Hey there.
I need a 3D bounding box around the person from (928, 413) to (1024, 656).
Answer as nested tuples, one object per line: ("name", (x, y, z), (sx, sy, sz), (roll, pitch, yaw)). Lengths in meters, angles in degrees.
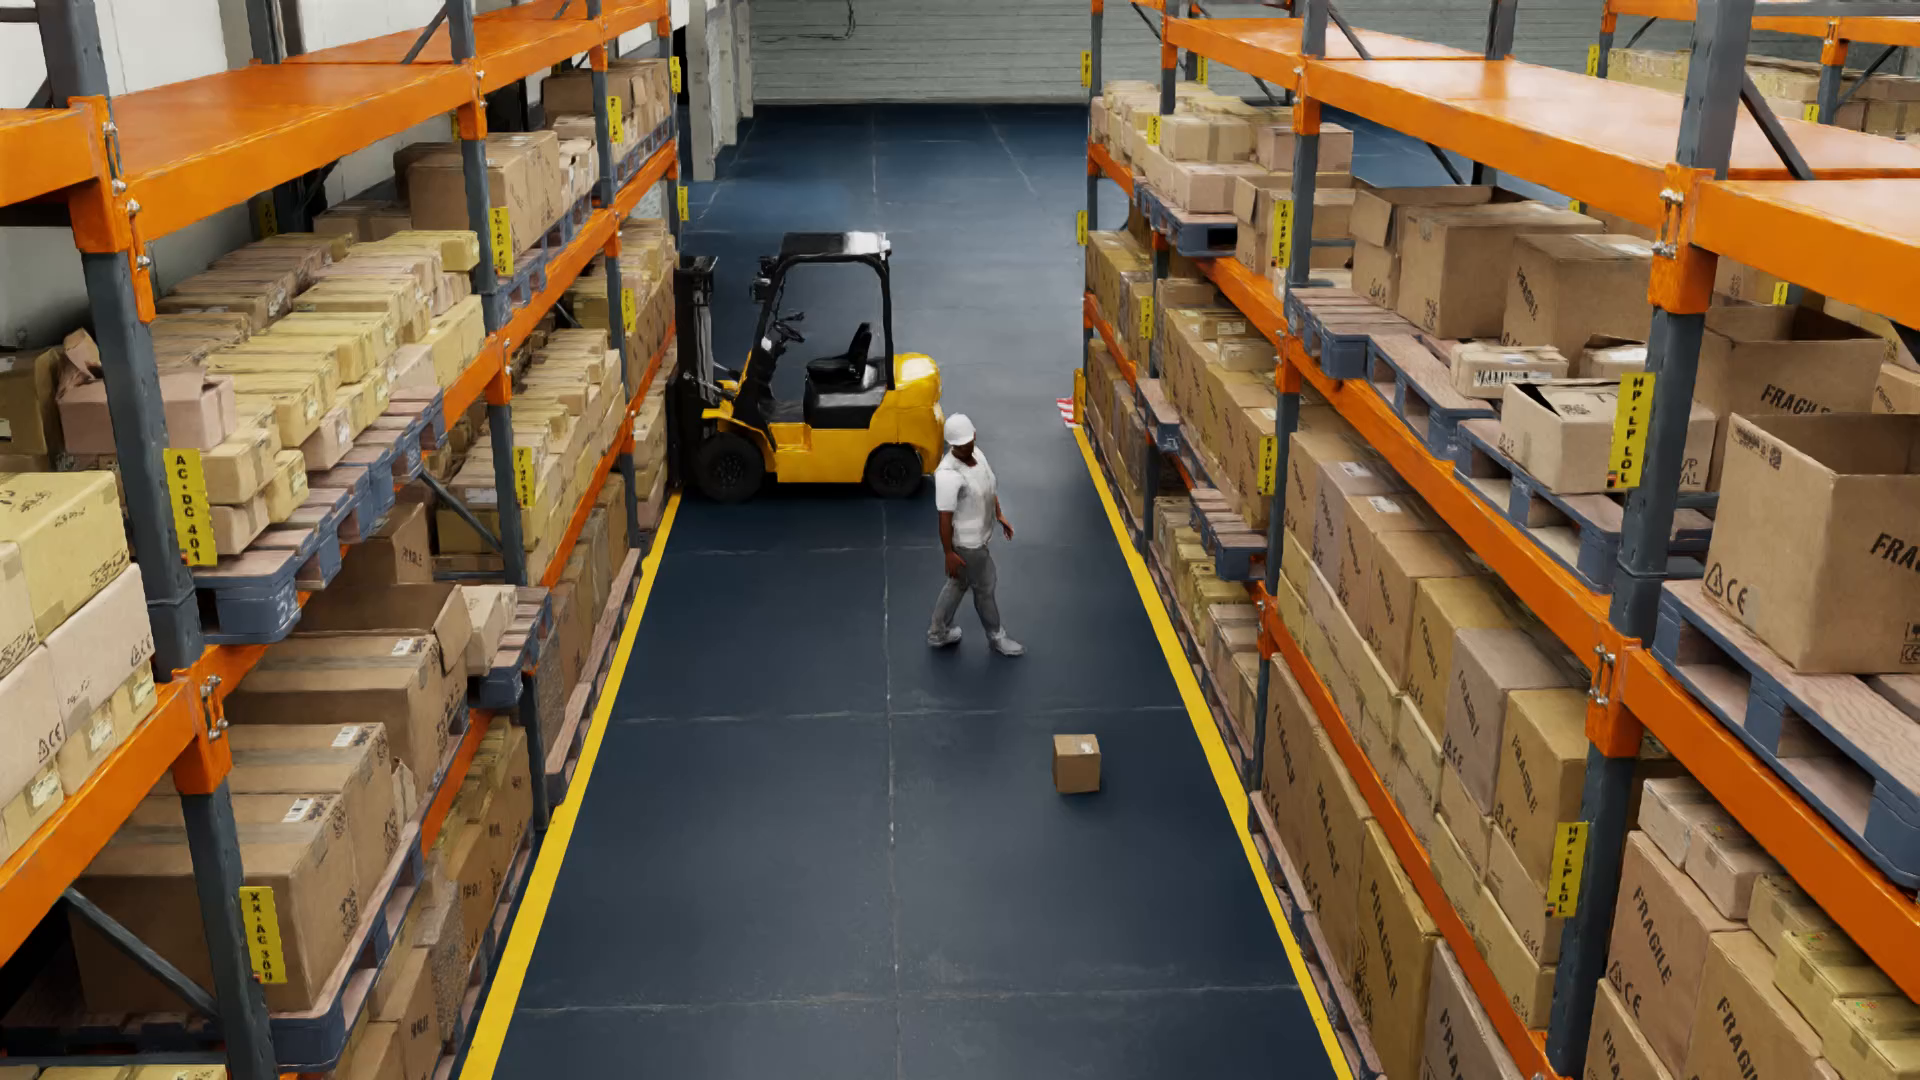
("person", (0.104, -0.031, 11.148), (0.679, 1.737, 0.613), (3, 21, 9))
